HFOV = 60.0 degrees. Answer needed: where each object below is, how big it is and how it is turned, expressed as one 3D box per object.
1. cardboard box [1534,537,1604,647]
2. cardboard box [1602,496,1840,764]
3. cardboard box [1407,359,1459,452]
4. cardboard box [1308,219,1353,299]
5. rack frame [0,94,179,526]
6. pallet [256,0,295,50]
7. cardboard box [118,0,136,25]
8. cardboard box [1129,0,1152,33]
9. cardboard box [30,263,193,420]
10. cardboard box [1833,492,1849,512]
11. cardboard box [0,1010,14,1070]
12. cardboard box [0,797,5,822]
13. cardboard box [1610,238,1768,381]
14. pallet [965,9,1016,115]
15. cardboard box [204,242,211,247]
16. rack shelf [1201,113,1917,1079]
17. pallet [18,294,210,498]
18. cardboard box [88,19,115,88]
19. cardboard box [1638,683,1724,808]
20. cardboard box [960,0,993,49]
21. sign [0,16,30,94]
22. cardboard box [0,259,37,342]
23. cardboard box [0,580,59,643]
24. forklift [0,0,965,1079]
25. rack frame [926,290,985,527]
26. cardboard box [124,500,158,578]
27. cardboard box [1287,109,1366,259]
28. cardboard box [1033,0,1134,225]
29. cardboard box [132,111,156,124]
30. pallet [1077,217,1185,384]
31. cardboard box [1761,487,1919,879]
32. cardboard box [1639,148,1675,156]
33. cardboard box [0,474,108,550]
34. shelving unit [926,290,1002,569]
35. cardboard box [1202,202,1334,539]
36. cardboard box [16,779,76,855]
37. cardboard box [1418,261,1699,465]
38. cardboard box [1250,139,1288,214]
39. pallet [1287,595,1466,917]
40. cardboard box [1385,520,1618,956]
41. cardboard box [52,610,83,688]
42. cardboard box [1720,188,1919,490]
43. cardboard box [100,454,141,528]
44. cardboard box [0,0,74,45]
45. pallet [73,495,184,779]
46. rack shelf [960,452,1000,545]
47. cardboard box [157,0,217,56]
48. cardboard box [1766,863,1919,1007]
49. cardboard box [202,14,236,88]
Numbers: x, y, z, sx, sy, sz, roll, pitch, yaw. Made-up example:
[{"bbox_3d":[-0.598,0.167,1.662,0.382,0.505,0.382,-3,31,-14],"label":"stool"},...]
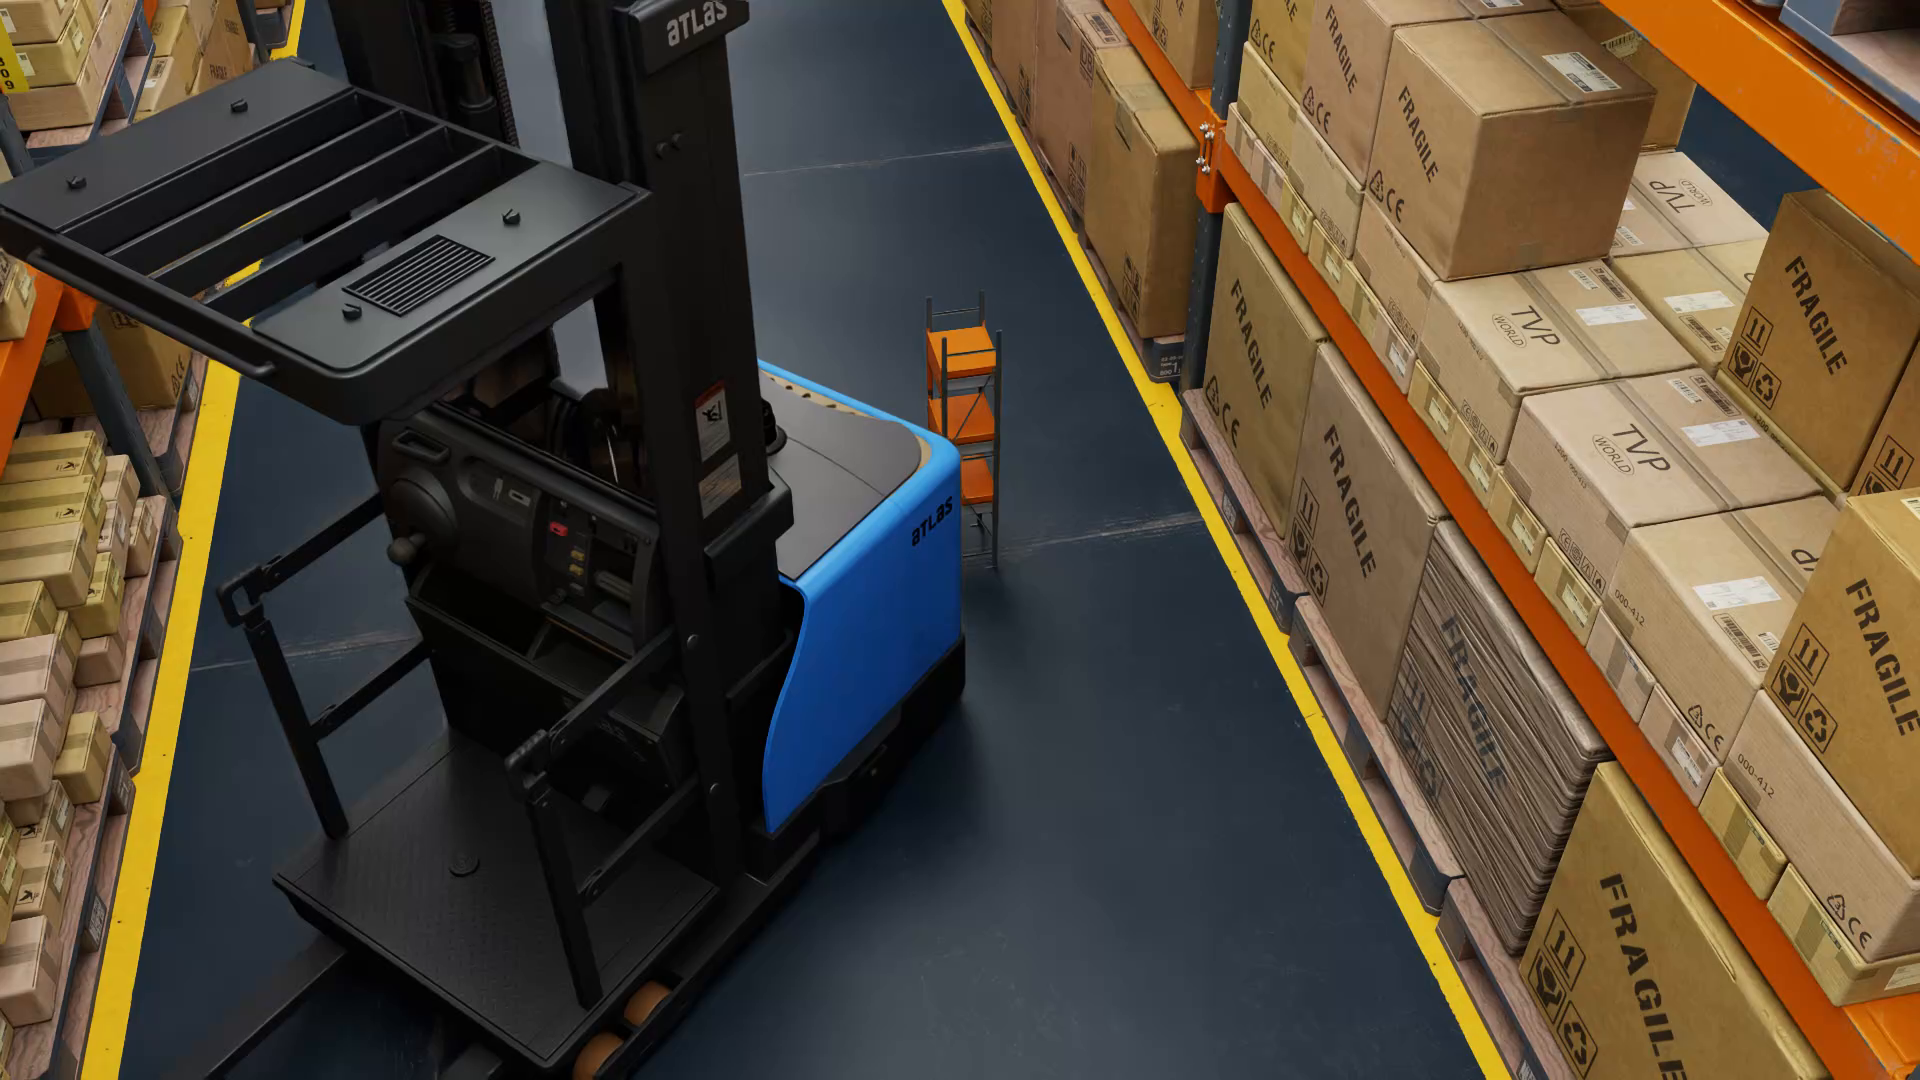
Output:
[{"bbox_3d":[1.650,0.096,4.072,0.380,0.149,0.250,-9,42,-10],"label":"cardboard box"},{"bbox_3d":[1.798,0.187,3.668,0.500,0.250,0.500,-9,42,-10],"label":"cardboard box"},{"bbox_3d":[1.484,-0.402,4.632,0.380,0.149,0.250,-9,42,-11],"label":"cardboard box"},{"bbox_3d":[1.319,-0.901,5.195,0.380,0.149,0.250,-9,42,-10],"label":"cardboard box"},{"bbox_3d":[-3.458,-1.100,5.230,1.000,3.000,0.127,-8,42,-9],"label":"rack frame"},{"bbox_3d":[-4.418,-3.172,9.664,1.003,0.211,1.213,-8,42,-9],"label":"pallet"},{"bbox_3d":[-3.262,-1.989,6.104,0.380,0.149,0.250,-8,42,-9],"label":"cardboard box"},{"bbox_3d":[0.940,-2.368,6.583,0.500,0.500,0.500,-7,42,-8],"label":"cardboard box"},{"bbox_3d":[-3.358,-0.839,6.503,0.500,0.500,0.500,-7,42,-8],"label":"cardboard box"},{"bbox_3d":[2.312,0.106,3.759,0.500,0.250,0.500,-9,42,-10],"label":"cardboard box"},{"bbox_3d":[-2.688,1.365,4.284,0.380,0.149,0.250,-8,42,-9],"label":"cardboard box"},{"bbox_3d":[-2.827,0.792,4.482,0.380,0.149,0.250,-8,42,-9],"label":"cardboard box"},{"bbox_3d":[2.089,-0.557,4.507,0.500,0.250,0.500,-9,42,-10],"label":"cardboard box"},{"bbox_3d":[0.640,-2.773,9.215,1.003,0.211,1.213,-8,42,-9],"label":"pallet"},{"bbox_3d":[-3.600,-1.520,7.269,0.500,0.500,0.500,-8,42,-9],"label":"cardboard box"},{"bbox_3d":[1.839,-0.180,4.735,1.077,0.370,4.000,-8,42,-9],"label":"rack shelf"},{"bbox_3d":[-3.627,-0.562,6.724,1.003,0.211,1.213,-8,42,-9],"label":"pallet"},{"bbox_3d":[-3.159,-1.663,5.737,0.380,0.149,0.250,-8,42,-9],"label":"cardboard box"},{"bbox_3d":[1.761,0.426,3.700,0.380,0.149,0.250,-8,42,-9],"label":"cardboard box"},{"bbox_3d":[0.672,-3.250,8.936,1.225,0.875,0.875,-10,43,-11],"label":"cardboard box"},{"bbox_3d":[-2.929,-1.507,5.036,0.100,0.325,0.005,-8,42,-9],"label":"sign"},{"bbox_3d":[-3.005,-0.703,4.972,0.380,0.149,0.250,-9,42,-10],"label":"cardboard box"},{"bbox_3d":[-2.992,0.279,5.059,0.380,0.149,0.250,-7,42,-8],"label":"cardboard box"},{"bbox_3d":[-1.225,0.049,3.987,1.130,2.935,3.031,24,47,25],"label":"forklift"},{"bbox_3d":[-0.015,-0.437,5.951,0.200,1.050,0.008,-8,42,-9],"label":"rack frame"},{"bbox_3d":[-3.040,0.014,5.805,0.380,0.149,0.250,-8,42,-9],"label":"cardboard box"},{"bbox_3d":[1.355,-1.135,5.158,0.500,0.250,0.500,-9,42,-9],"label":"cardboard box"},{"bbox_3d":[1.056,-2.099,7.639,1.225,0.875,0.875,-10,43,-11],"label":"cardboard box"},{"bbox_3d":[-3.477,-1.464,6.642,0.500,0.250,0.500,-7,42,-8],"label":"cardboard box"},{"bbox_3d":[1.167,-1.192,7.434,1.003,0.211,1.213,-8,42,-9],"label":"pallet"},{"bbox_3d":[1.909,0.234,3.051,0.500,0.500,0.500,-8,42,-9],"label":"cardboard box"},{"bbox_3d":[1.873,-1.217,5.250,0.500,0.250,0.500,-7,42,-8],"label":"cardboard box"},{"bbox_3d":[-3.033,-0.060,5.441,0.380,0.149,0.250,-8,42,-9],"label":"cardboard box"},{"bbox_3d":[0.012,-0.358,5.862,0.215,1.050,0.252,-8,42,-9],"label":"shelving unit"},{"bbox_3d":[1.472,-0.669,6.028,0.875,0.875,0.875,-8,42,-9],"label":"cardboard box"},{"bbox_3d":[-2.826,0.864,4.848,0.380,0.149,0.250,-8,42,-8],"label":"cardboard box"},{"bbox_3d":[1.571,-0.480,4.420,0.500,0.250,0.500,-8,42,-9],"label":"cardboard box"},{"bbox_3d":[1.203,-1.242,5.579,0.380,0.149,0.250,-10,43,-11],"label":"cardboard box"},{"bbox_3d":[1.762,0.594,5.422,1.003,0.211,1.213,-8,42,-9],"label":"pallet"},{"bbox_3d":[1.858,0.492,4.721,0.875,0.875,0.875,-8,42,-9],"label":"cardboard box"},{"bbox_3d":[-2.975,0.378,5.172,0.380,0.149,0.250,-8,42,-9],"label":"cardboard box"},{"bbox_3d":[2.205,-0.497,3.874,0.500,0.500,0.500,-9,42,-10],"label":"cardboard box"},{"bbox_3d":[-3.079,-0.144,5.759,0.380,0.149,0.250,-8,42,-8],"label":"cardboard box"},{"bbox_3d":[-3.094,-1.707,5.338,0.380,0.149,0.250,-6,42,-7],"label":"cardboard box"},{"bbox_3d":[-3.278,0.373,5.671,1.003,0.211,1.213,-8,42,-9],"label":"pallet"},{"bbox_3d":[0.012,-0.142,6.054,0.215,0.259,0.240,-8,42,-9],"label":"rack shelf"},{"bbox_3d":[-3.798,-2.464,7.768,0.500,0.250,0.500,-8,42,-9],"label":"cardboard box"},{"bbox_3d":[1.872,0.758,3.326,0.380,0.149,0.250,-8,42,-8],"label":"cardboard box"},{"bbox_3d":[-3.815,-2.189,8.023,0.500,0.500,0.500,-7,42,-8],"label":"cardboard box"}]
